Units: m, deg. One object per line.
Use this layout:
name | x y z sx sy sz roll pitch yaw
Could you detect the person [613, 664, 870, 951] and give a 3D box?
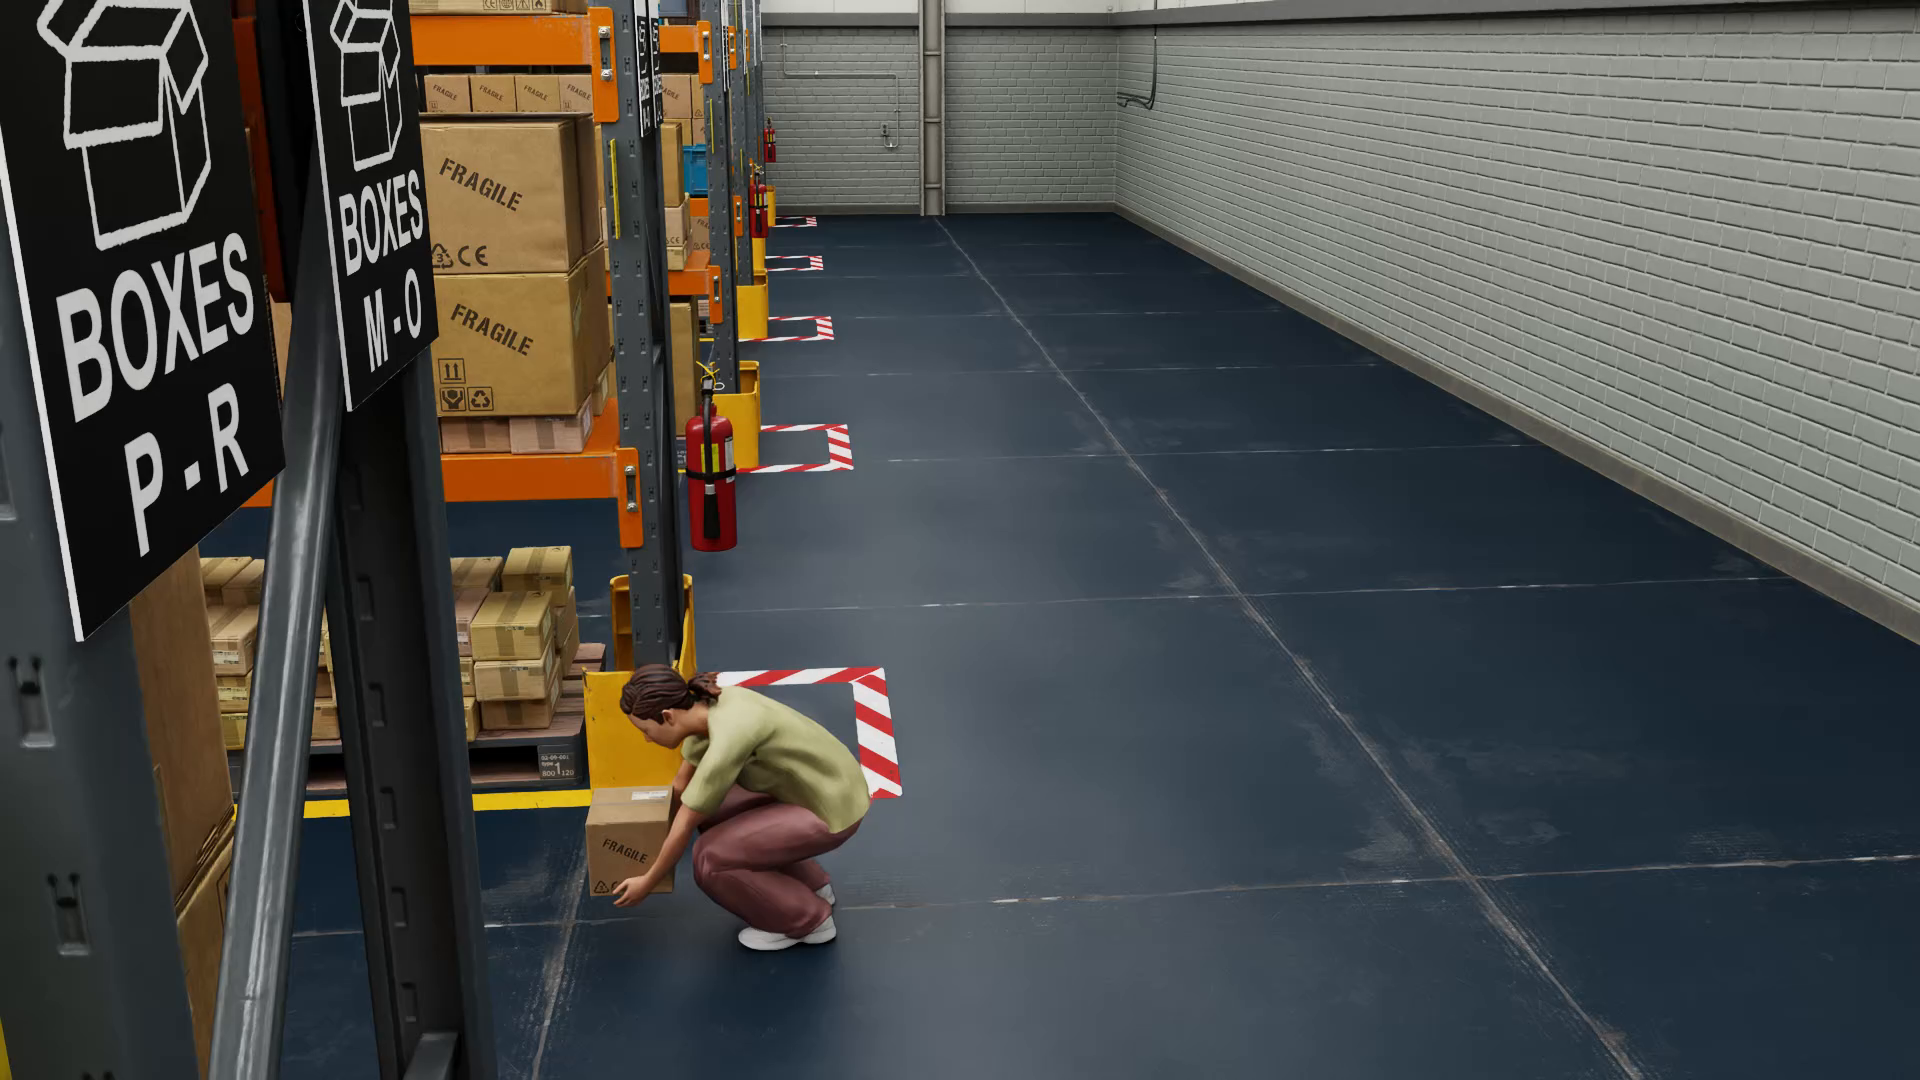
person | -0.682 0.802 5.185 0.804 0.932 0.494 -2 17 -6
